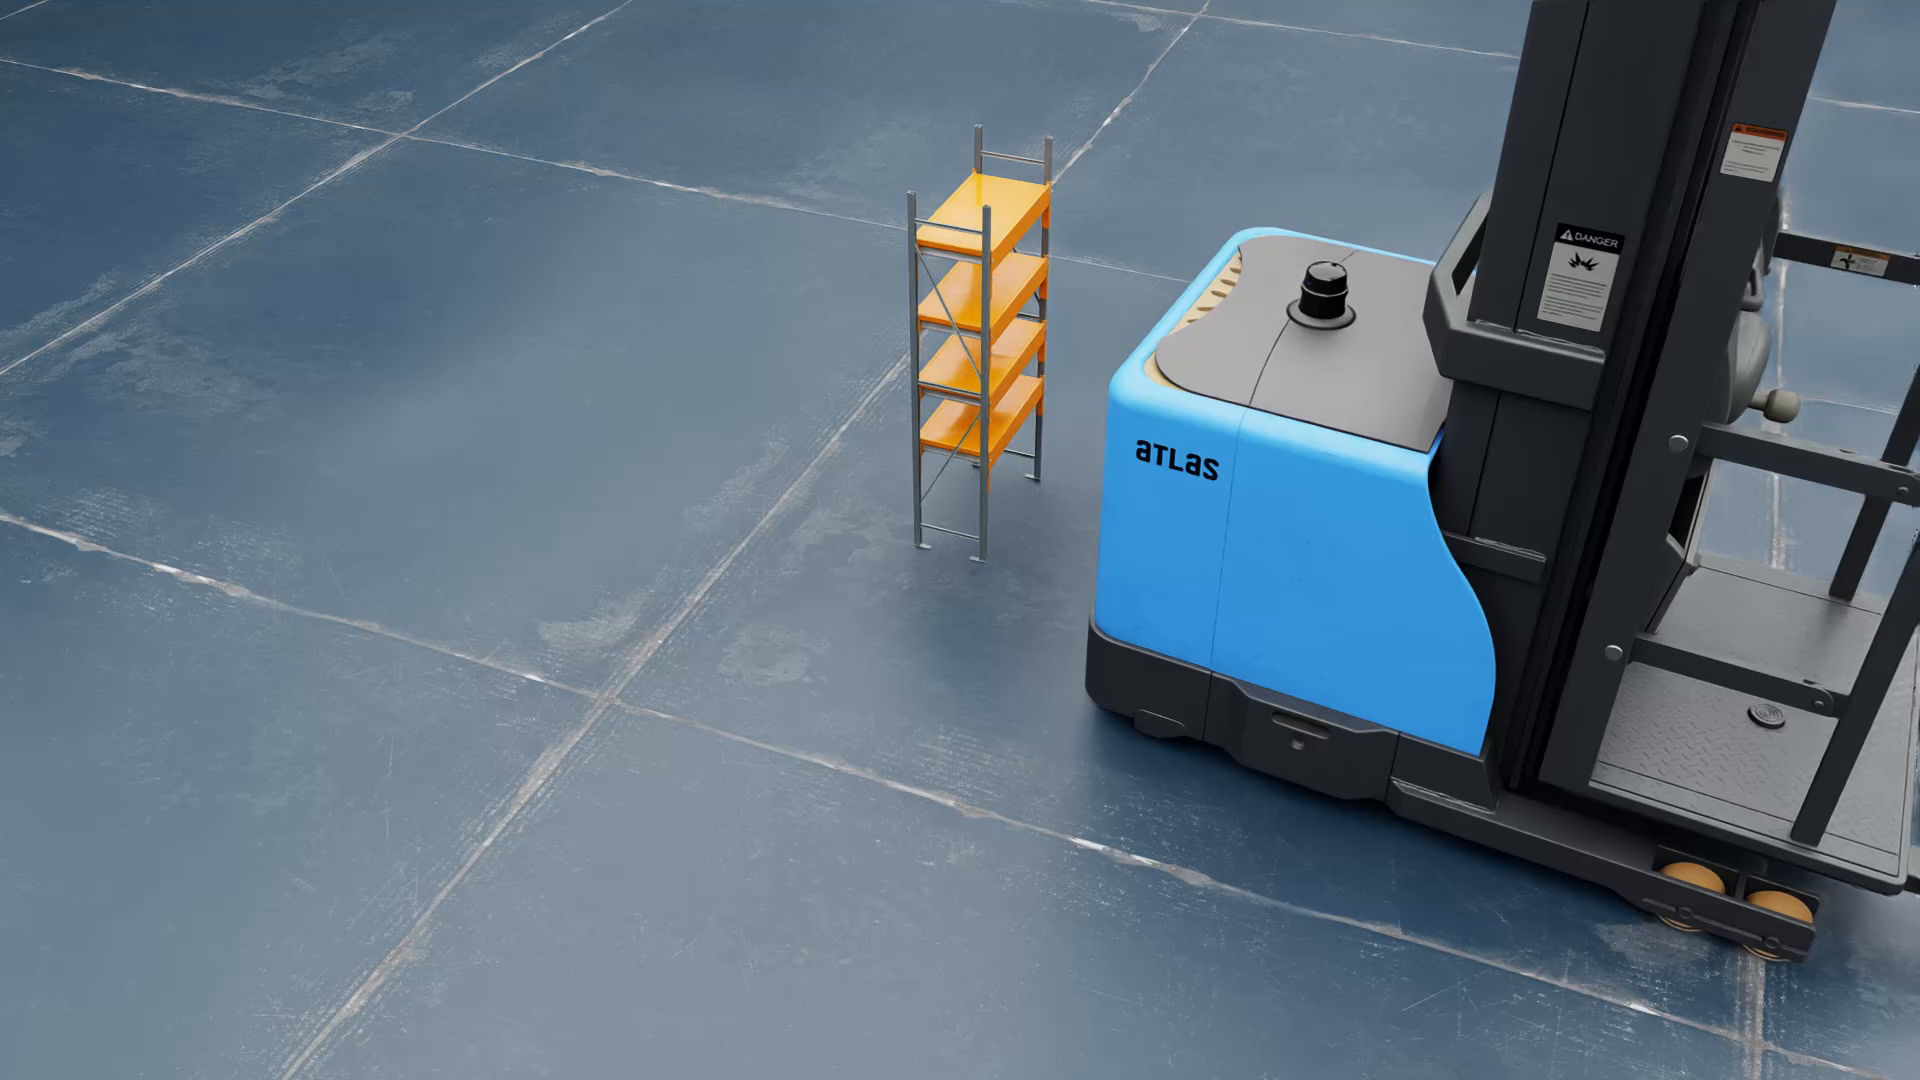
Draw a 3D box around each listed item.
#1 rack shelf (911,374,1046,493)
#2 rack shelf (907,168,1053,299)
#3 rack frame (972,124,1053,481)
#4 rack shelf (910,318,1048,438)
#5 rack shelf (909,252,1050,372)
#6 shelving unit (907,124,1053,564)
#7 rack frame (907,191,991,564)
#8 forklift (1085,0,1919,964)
[{"bbox_3d":[0.063,-0.359,5.173,0.258,0.148,0.480,14,39,18],"label":"rack shelf"},{"bbox_3d":[0.063,-0.887,4.778,0.258,0.148,0.480,14,39,18],"label":"rack shelf"},{"bbox_3d":[0.156,-0.707,5.194,0.240,1.200,0.015,14,39,18],"label":"rack frame"},{"bbox_3d":[0.063,-0.518,5.054,0.258,0.148,0.480,14,39,18],"label":"rack shelf"},{"bbox_3d":[0.063,-0.698,4.920,0.258,0.148,0.480,14,39,18],"label":"rack shelf"},{"bbox_3d":[0.063,-0.572,5.013,0.258,1.200,0.503,14,39,18],"label":"shelving unit"},{"bbox_3d":[-0.030,-0.437,4.833,0.240,1.200,0.015,14,39,18],"label":"rack frame"},{"bbox_3d":[1.894,-0.548,3.535,3.031,2.935,1.130,17,40,22],"label":"forklift"}]
